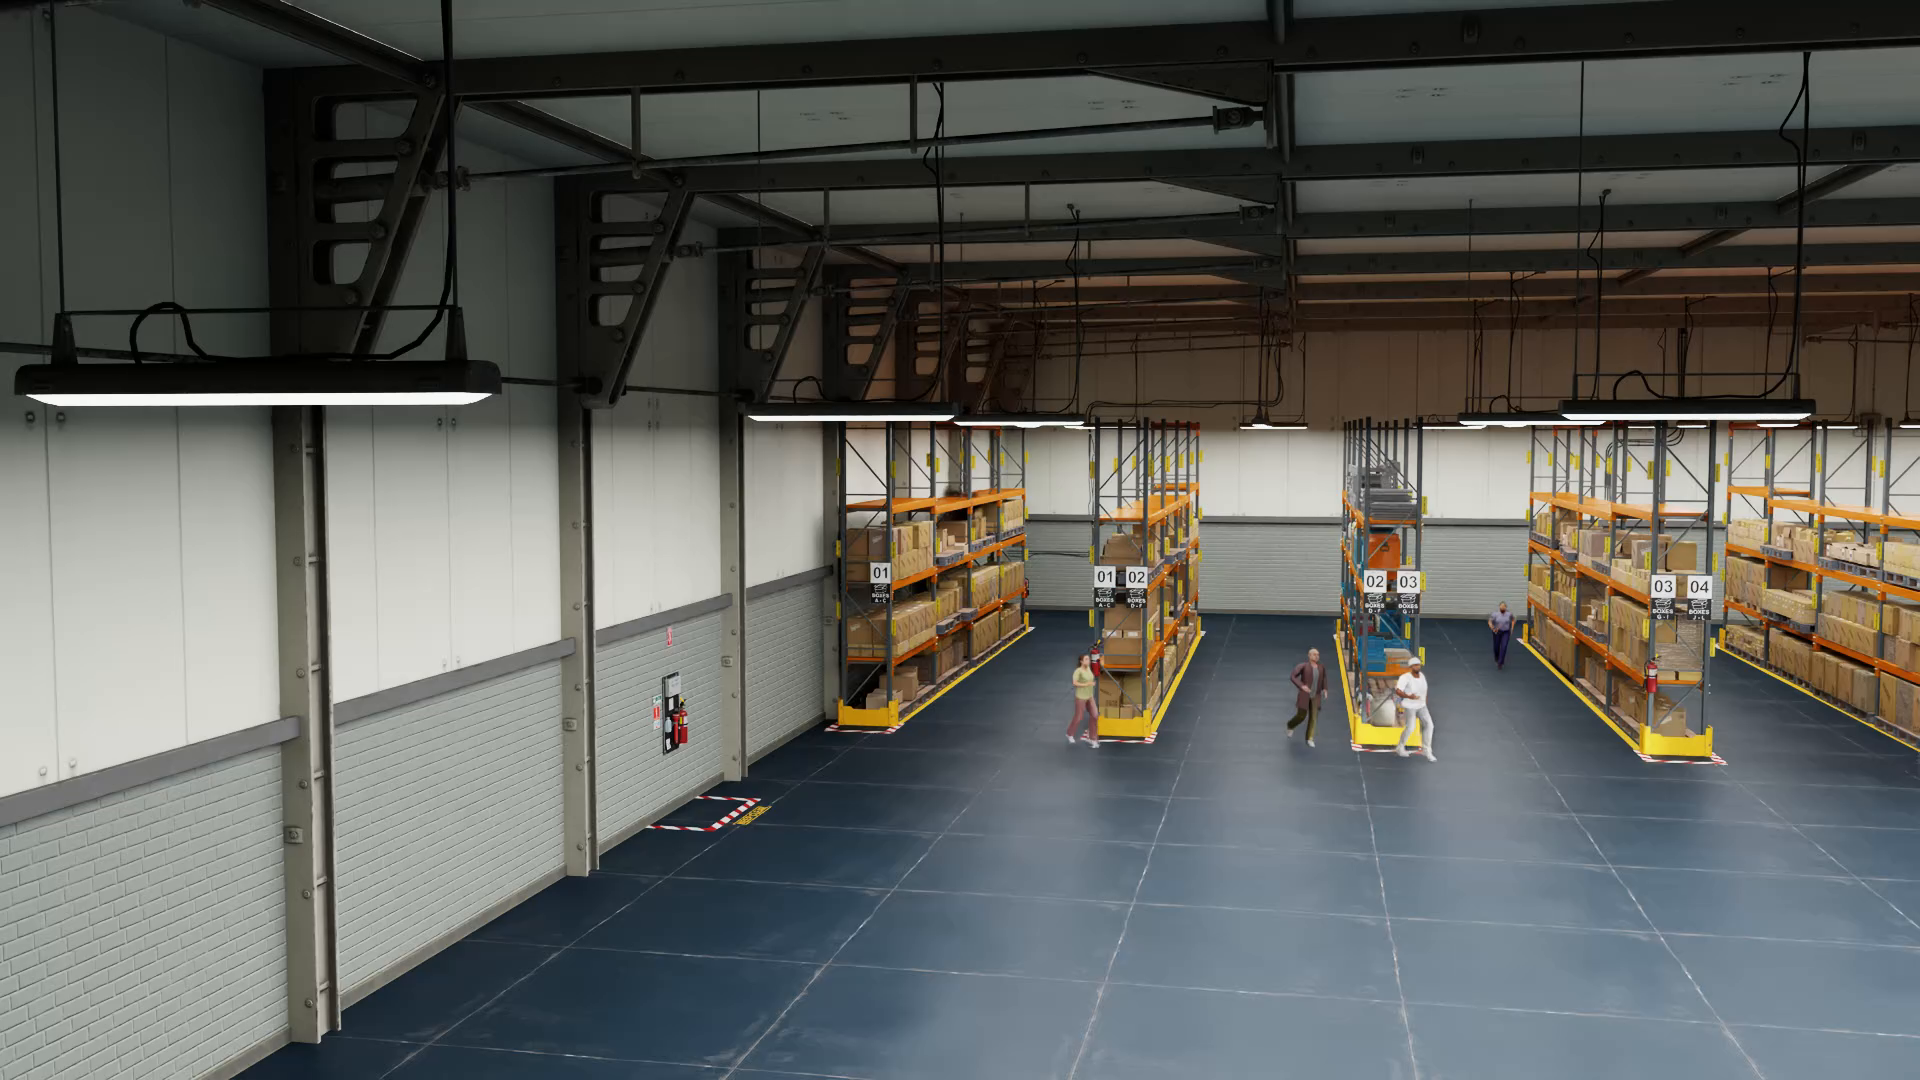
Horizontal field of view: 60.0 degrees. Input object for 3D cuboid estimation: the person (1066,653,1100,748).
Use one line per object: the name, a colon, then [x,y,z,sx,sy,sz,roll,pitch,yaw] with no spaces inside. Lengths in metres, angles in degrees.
person: [2.222,2.919,30.313,0.601,1.735,0.757,-3,5,-41]

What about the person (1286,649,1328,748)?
person: [6.434,2.866,30.477,0.775,1.735,0.991,-1,4,-12]

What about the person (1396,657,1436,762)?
person: [7.959,2.942,29.052,0.757,1.786,0.713,-2,4,-29]

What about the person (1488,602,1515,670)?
person: [13.178,2.307,40.452,0.631,1.635,0.788,1,4,14]
